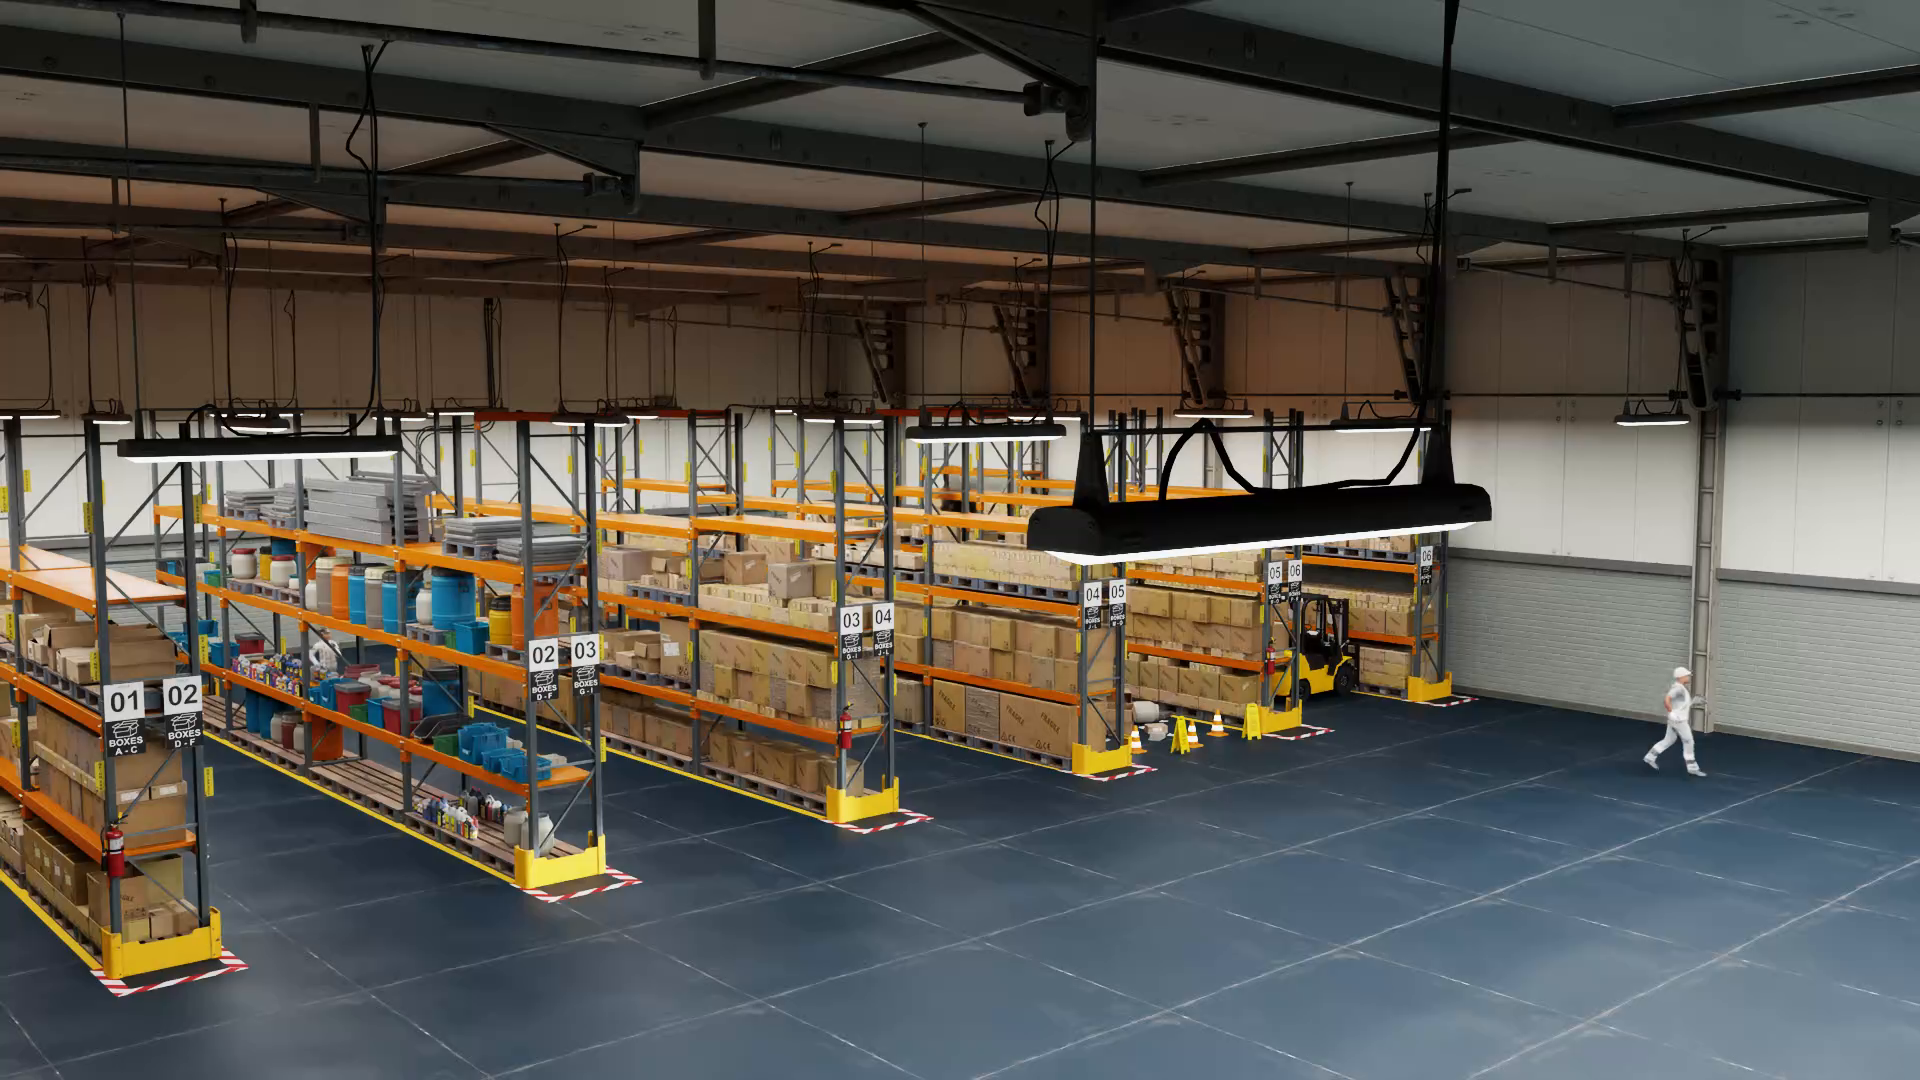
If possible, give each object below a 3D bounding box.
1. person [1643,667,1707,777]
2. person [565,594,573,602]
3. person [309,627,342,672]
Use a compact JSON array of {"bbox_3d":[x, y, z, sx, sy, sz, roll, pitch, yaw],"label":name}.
[{"bbox_3d":[11.850,2.989,27.494,0.983,1.791,0.660,1,5,14],"label":"person"},{"bbox_3d":[-9.409,2.013,39.868,0.624,1.625,0.886,1,5,16],"label":"person"},{"bbox_3d":[-12.665,2.563,33.279,0.891,1.671,0.623,4,6,38],"label":"person"}]
